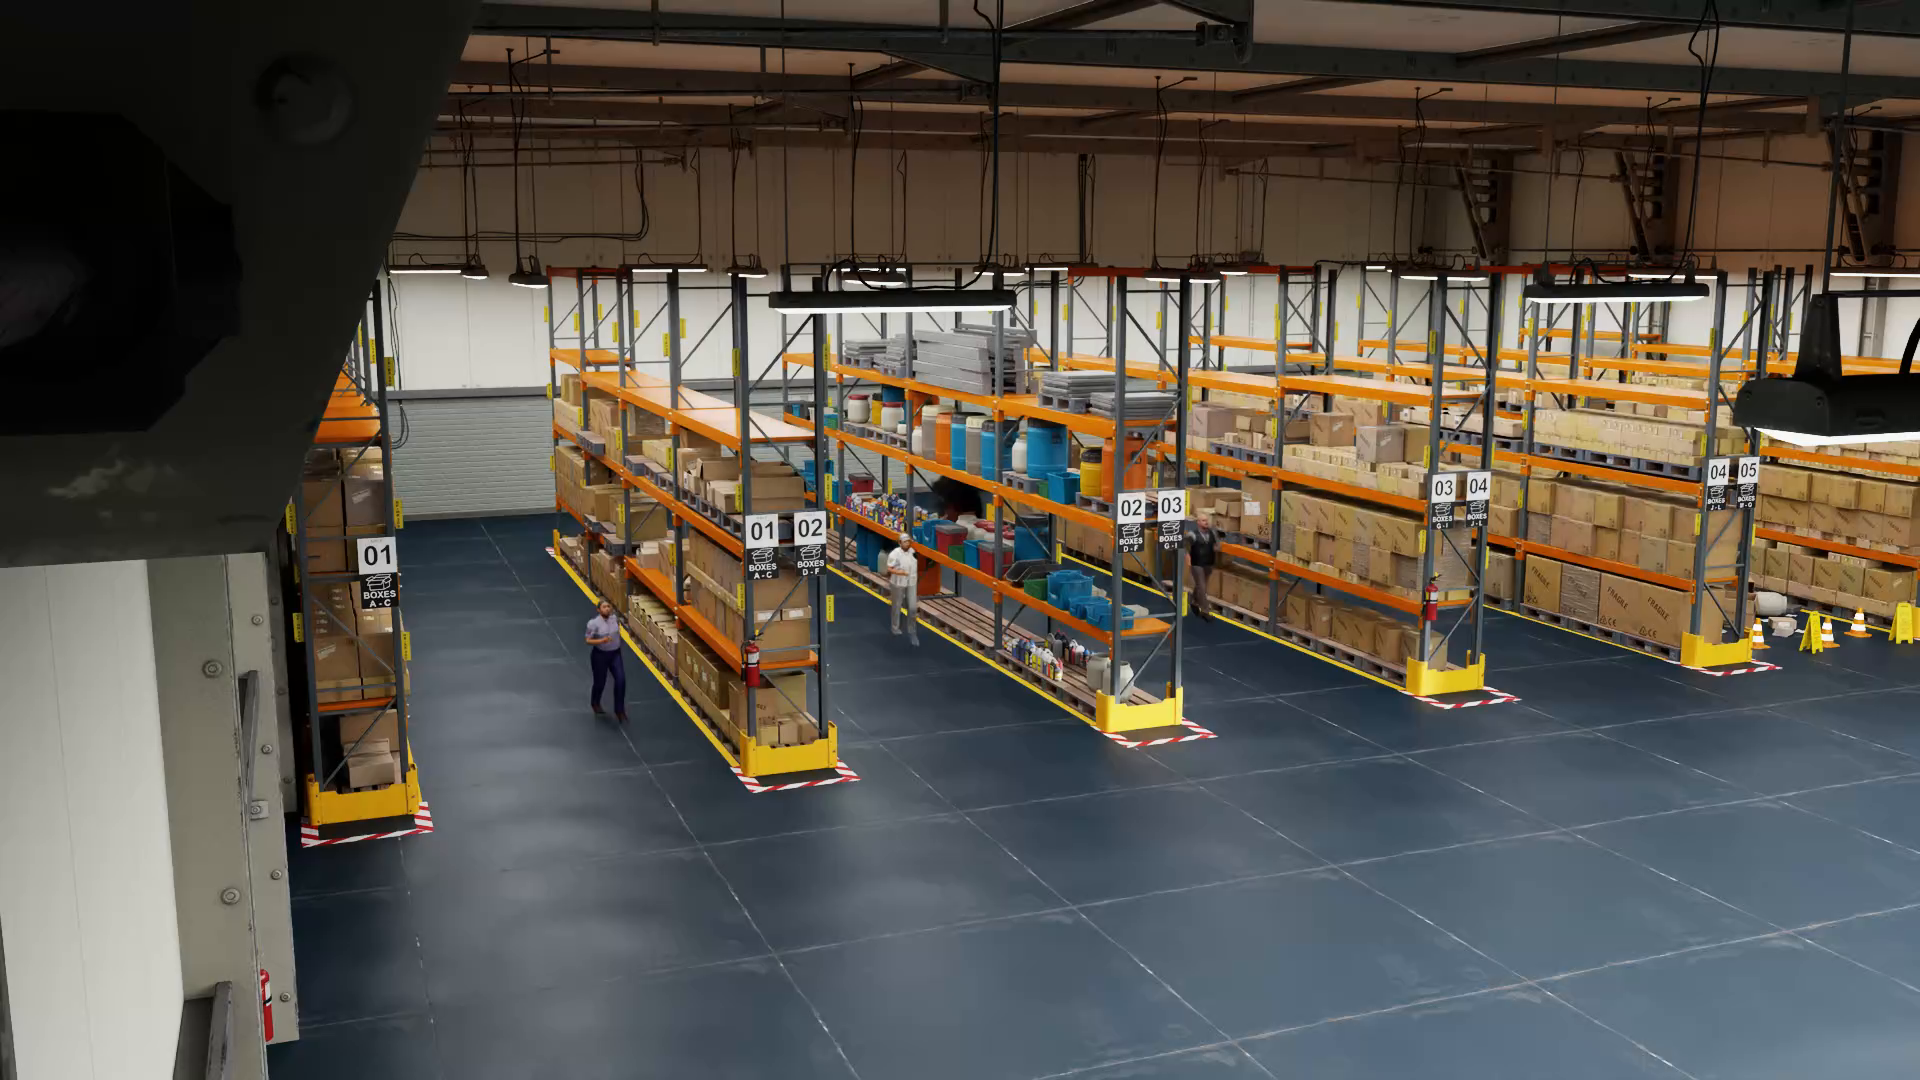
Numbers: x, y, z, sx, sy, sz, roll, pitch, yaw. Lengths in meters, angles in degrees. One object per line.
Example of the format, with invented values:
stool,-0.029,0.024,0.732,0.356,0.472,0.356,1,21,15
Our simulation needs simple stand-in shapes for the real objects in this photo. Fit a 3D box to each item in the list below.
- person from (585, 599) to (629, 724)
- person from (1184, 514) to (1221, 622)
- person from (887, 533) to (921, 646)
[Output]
person,-4.811,1.628,22.569,0.592,1.702,0.747,-7,12,-34
person,3.993,0.455,27.353,0.656,1.761,0.904,-4,11,-24
person,-0.875,0.772,26.017,0.592,1.787,0.707,-4,11,-24
